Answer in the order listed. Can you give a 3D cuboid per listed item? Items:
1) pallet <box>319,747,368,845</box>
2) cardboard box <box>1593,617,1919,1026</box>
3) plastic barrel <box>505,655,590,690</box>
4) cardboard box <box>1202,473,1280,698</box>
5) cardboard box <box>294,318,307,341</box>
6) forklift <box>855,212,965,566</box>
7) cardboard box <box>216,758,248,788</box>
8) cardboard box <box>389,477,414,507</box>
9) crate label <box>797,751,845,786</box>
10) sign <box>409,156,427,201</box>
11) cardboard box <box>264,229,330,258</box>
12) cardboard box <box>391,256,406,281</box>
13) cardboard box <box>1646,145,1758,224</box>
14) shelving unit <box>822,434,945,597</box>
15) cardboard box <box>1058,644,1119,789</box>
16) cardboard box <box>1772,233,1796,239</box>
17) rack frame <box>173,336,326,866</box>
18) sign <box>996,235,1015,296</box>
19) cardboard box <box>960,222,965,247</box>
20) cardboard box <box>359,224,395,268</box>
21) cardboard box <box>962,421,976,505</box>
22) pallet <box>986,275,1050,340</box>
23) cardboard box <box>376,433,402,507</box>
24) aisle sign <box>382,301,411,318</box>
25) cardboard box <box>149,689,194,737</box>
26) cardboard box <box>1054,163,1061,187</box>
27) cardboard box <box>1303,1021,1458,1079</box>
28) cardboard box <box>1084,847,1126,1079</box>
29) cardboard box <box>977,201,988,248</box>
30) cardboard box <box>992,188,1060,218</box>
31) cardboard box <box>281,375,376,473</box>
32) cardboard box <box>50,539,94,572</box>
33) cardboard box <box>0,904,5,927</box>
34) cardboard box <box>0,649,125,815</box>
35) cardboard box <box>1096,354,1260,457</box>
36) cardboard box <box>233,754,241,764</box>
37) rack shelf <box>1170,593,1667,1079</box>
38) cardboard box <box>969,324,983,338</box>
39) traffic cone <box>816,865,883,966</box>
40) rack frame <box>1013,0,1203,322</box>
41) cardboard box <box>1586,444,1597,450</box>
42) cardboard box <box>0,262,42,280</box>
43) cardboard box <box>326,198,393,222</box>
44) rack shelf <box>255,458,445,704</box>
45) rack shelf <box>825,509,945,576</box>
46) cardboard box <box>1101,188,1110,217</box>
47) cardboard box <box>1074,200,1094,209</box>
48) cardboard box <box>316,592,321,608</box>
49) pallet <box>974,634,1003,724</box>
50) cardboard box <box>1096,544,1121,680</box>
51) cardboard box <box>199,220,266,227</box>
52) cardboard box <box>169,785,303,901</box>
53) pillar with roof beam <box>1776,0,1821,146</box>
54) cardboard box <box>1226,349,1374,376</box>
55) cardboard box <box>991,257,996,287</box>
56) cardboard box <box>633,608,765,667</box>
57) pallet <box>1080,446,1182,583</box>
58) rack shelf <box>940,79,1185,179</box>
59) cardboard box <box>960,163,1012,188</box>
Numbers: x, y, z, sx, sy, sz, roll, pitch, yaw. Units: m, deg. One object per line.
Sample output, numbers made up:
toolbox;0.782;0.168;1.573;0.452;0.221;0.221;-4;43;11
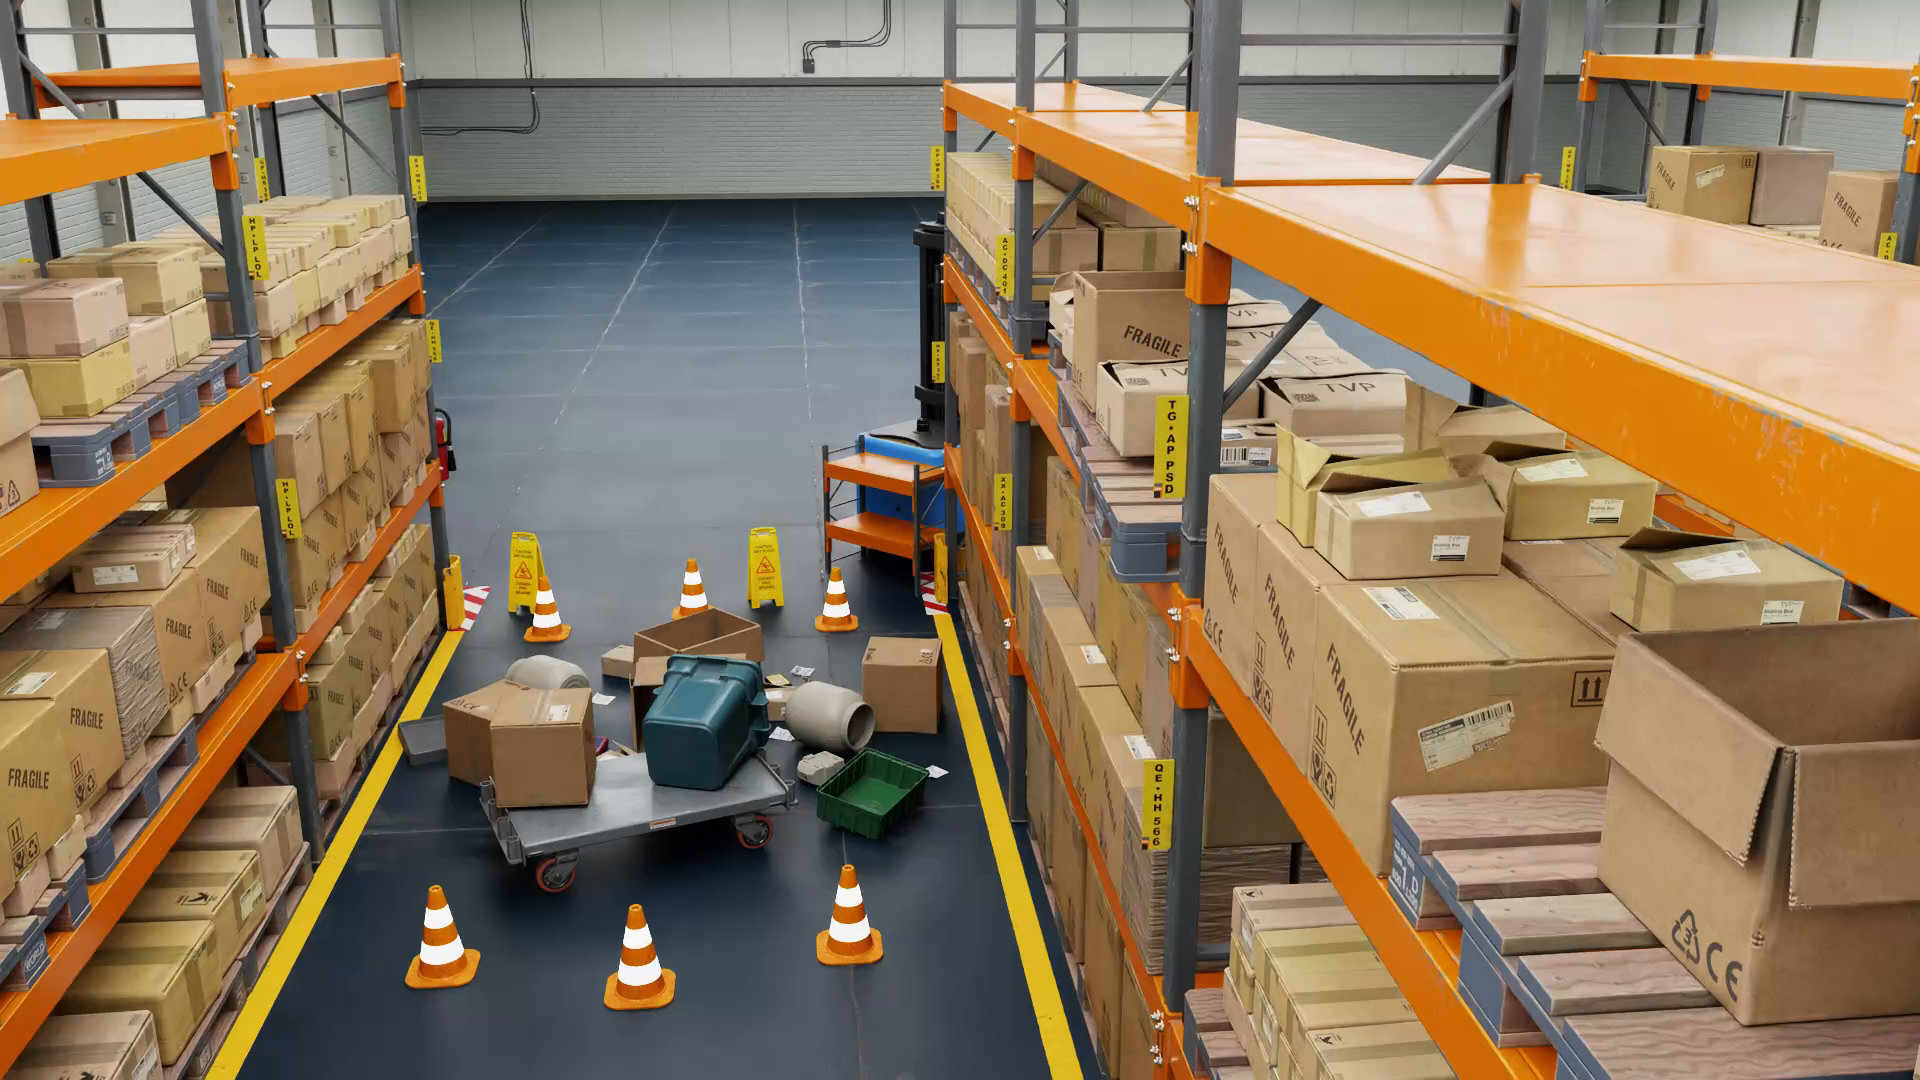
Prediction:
pallet;-4.223;1.536;10.006;1.003;0.211;1.213;-2;18;-6
cardboard box;1.591;0.460;2.896;0.797;0.503;0.637;-2;18;-6
plastic barrel;-2.813;1.010;11.325;0.512;0.421;0.421;11;21;32
cardboard box;1.001;0.113;4.709;0.500;0.500;0.500;-2;18;-6
cardboard box;-4.000;-1.233;9.582;0.380;0.149;0.250;-1;17;-4
forklift;0.417;-1.539;15.258;1.130;2.935;3.031;15;23;39
cardboard box;-4.447;1.348;9.838;0.500;0.250;0.500;-1;17;-3
cardboard box;-4.082;-0.338;11.738;0.380;0.149;0.250;-1;17;-5
crate label;-0.868;1.437;10.443;0.250;0.136;0.298;16;24;42
sign;-3.977;-2.652;12.204;0.100;0.325;0.005;-2;18;-6
cardboard box;-4.016;-1.778;9.984;0.380;0.149;0.250;-2;18;-6
cardboard box;-4.158;-1.928;11.794;0.380;0.149;0.250;-2;18;-5
cardboard box;5.210;-2.502;11.706;0.500;0.500;0.500;-2;18;-6
shelving unit;-0.601;-0.223;14.083;1.048;1.125;0.538;14;22;37
cardboard box;0.735;0.789;7.561;0.500;0.500;0.500;-2;17;-5
cardboard box;5.276;-1.932;10.973;0.380;0.149;0.250;-1;17;-3
rack frame;-4.119;0.404;8.954;1.000;3.000;0.127;-2;18;-6
sign;0.242;-1.477;8.942;0.100;0.325;0.005;-2;18;-6
cardboard box;0.203;-2.117;11.528;0.380;0.149;0.250;-2;18;-5
cardboard box;-4.173;-1.994;11.341;0.500;0.250;0.500;-2;18;-6
cardboard box;0.476;-0.599;11.899;0.875;0.550;0.550;-2;18;-6
pallet;0.720;-1.411;9.878;1.003;0.211;1.213;-2;18;-6
cardboard box;-4.106;-0.525;11.252;0.500;0.500;0.500;-2;18;-6
aisle sign;-4.250;-2.055;12.448;0.394;0.787;0.004;-2;18;-6
cardboard box;-3.700;0.773;7.498;0.380;0.149;0.250;-2;18;-6
cardboard box;0.857;-2.518;11.475;0.380;0.149;0.250;-2;18;-5
cardboard box;1.140;1.425;4.430;0.380;0.149;0.250;-3;18;-8
cardboard box;1.140;1.842;7.431;1.050;0.750;0.750;-2;17;-5
cardboard box;0.387;-1.967;10.384;0.500;0.250;0.500;-2;18;-6
cardboard box;0.388;-1.968;9.722;0.380;0.149;0.250;-2;18;-6
cardboard box;-4.005;-0.703;10.150;0.700;0.500;0.500;-2;18;-7
cardboard box;-4.304;0.312;7.883;0.500;0.500;0.500;-2;18;-5
cardboard box;-3.551;1.328;5.731;0.380;0.149;0.250;-3;18;-9
cardboard box;-3.645;0.752;6.483;0.500;0.500;0.500;-1;17;-5
cardboard box;0.801;-0.526;6.190;0.500;0.311;0.500;-2;18;-6
cardboard box;-4.447;0.990;9.726;0.500;0.500;0.500;-2;18;-6
rack shelf;1.413;0.921;3.501;1.077;0.370;4.000;-2;18;-6
cardboard box;0.530;-1.284;12.280;0.875;0.550;0.550;-2;18;-6
traffic cone;-0.569;1.878;8.496;0.336;0.463;0.334;-2;18;-6
rack frame;0.794;-2.641;8.638;1.000;3.000;0.127;-2;18;-6
cardboard box;5.135;-0.731;12.991;0.380;0.149;0.250;-2;18;-6
cardboard box;-4.396;-1.059;7.323;0.500;0.250;0.500;-2;18;-7
cardboard box;-4.215;-2.309;11.678;0.380;0.149;0.250;-1;17;-5
rack shelf;-4.325;0.152;10.960;1.077;0.370;4.000;-2;18;-6
rack shelf;-0.601;0.010;14.156;1.000;0.278;0.538;14;22;37
cardboard box;1.041;-1.989;9.789;0.380;0.149;0.250;-2;18;-6
cardboard box;0.916;-1.983;10.437;0.500;0.250;0.500;-2;18;-6
cardboard box;-3.910;0.347;9.557;0.380;0.149;0.250;-1;17;-4
pallet;0.665;0.959;11.844;1.003;0.211;1.213;-2;18;-6
cardboard box;1.009;0.299;7.455;0.700;0.500;0.500;-2;18;-6
cardboard box;-4.572;-1.912;10.414;0.380;0.149;0.250;-1;17;-4
cardboard box;-4.062;1.614;8.787;0.950;0.372;0.625;-2;17;-5
pillar with roof beam;14.282;-11.250;36.062;9.100;9.000;0.400;-2;18;-6
cardboard box;1.299;-0.566;6.420;0.500;0.250;0.500;-1;17;-4
cardboard box;0.384;-1.589;9.846;0.380;0.149;0.250;-2;17;-5
cardboard box;-1.832;0.849;11.706;0.637;0.503;0.797;16;24;42
pallet;1.088;-0.118;5.926;1.213;0.211;1.003;-1;17;-3
rack shelf;0.588;-2.703;10.704;1.077;0.370;4.000;-2;18;-6
cardboard box;0.203;-2.498;11.411;0.380;0.149;0.250;-2;18;-7
